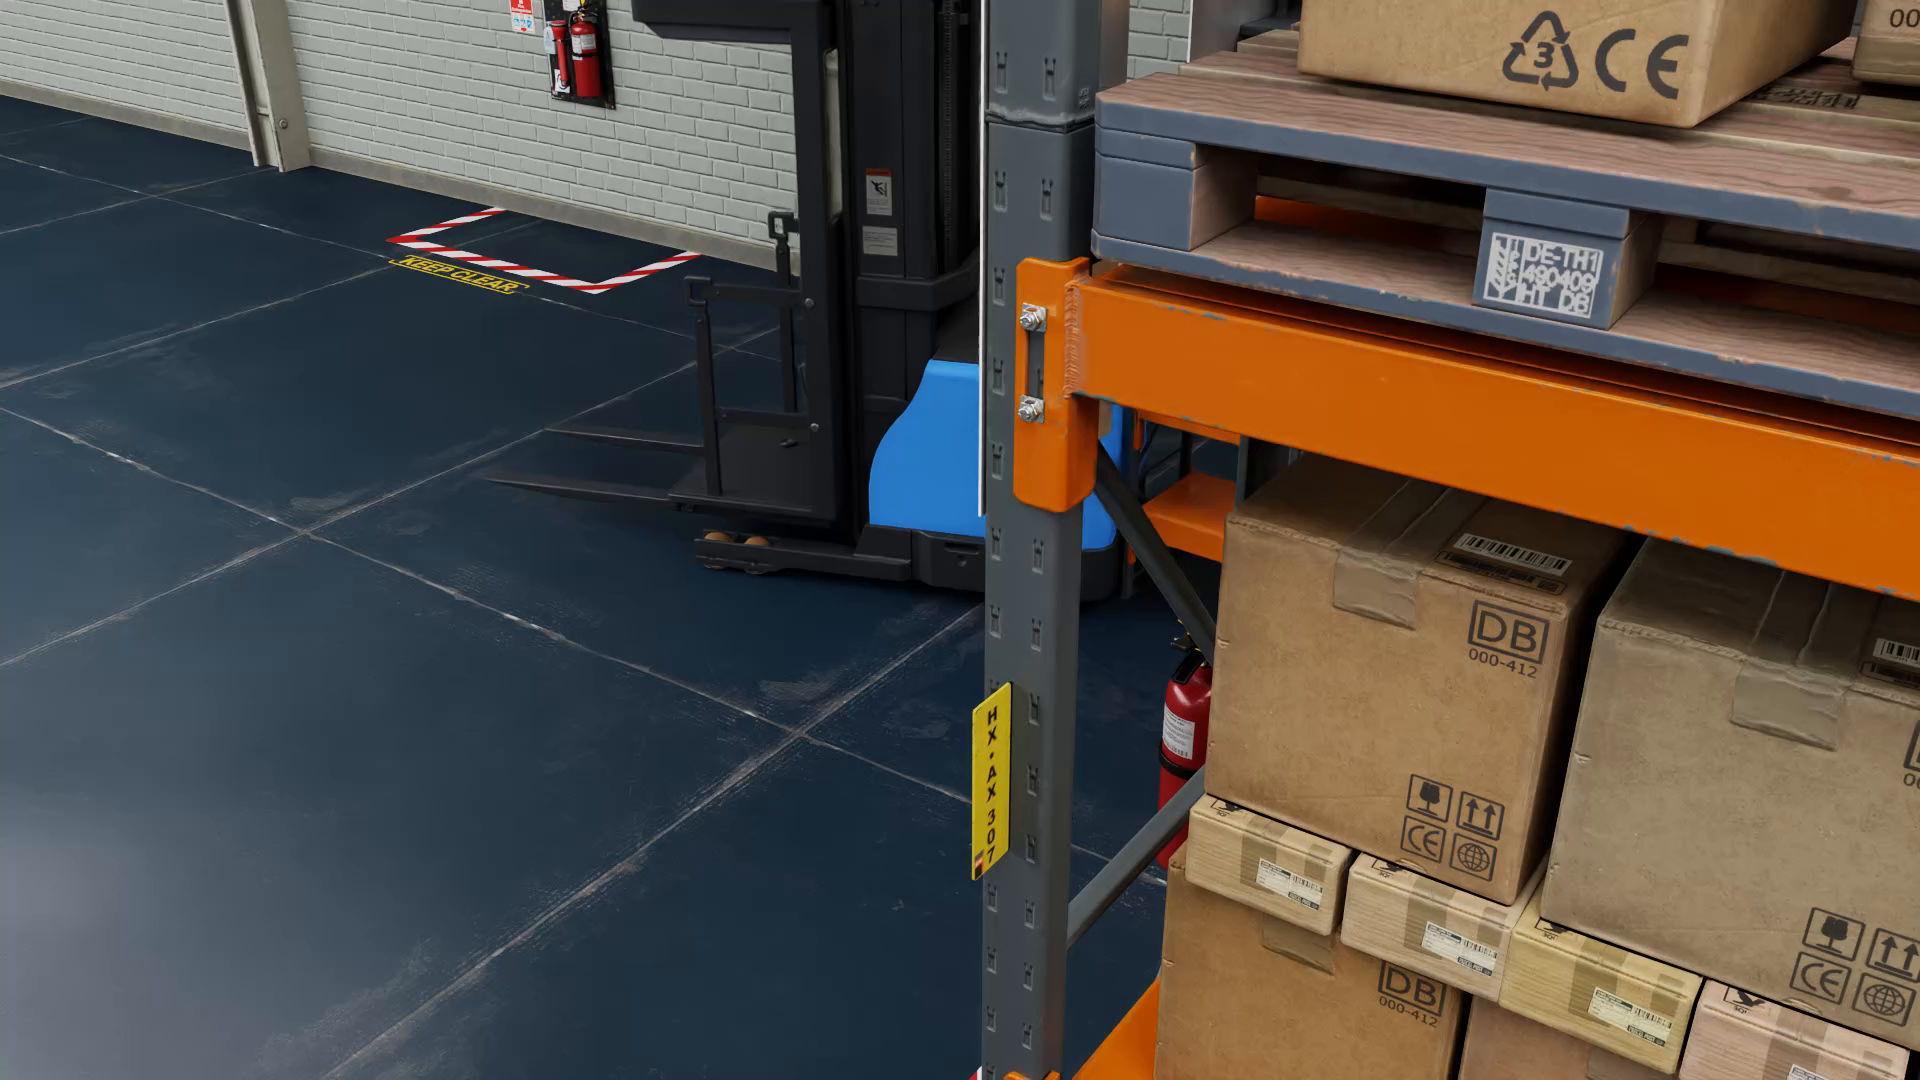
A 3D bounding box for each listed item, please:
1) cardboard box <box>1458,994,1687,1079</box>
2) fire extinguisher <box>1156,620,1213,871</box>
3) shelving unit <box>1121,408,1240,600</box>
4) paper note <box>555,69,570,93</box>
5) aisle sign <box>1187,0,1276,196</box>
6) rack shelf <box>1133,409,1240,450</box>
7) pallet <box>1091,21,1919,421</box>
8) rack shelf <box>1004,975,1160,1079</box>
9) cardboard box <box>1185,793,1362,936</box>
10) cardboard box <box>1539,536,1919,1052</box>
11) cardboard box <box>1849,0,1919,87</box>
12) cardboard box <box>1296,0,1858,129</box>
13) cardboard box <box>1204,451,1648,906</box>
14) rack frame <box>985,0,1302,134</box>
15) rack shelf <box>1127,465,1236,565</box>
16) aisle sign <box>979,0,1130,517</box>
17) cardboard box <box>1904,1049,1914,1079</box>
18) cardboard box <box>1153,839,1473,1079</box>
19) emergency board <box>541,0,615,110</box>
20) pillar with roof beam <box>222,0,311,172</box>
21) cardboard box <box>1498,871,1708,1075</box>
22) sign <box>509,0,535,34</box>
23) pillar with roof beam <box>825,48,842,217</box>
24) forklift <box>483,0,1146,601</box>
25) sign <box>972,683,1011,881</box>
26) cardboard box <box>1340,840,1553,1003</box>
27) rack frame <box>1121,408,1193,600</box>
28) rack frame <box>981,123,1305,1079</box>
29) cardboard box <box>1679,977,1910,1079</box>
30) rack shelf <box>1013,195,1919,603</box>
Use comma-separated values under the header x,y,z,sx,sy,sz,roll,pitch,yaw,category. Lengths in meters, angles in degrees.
x,y,z,sx,sy,sz,roll,pitch,yaw,category
1.182,0.815,2.732,0.500,0.500,0.700,18,32,32,cardboard box
0.534,0.432,3.679,0.183,0.674,0.296,17,32,30,fire extinguisher
1.273,-0.200,6.903,1.048,1.125,0.538,18,32,32,shelving unit
-2.831,-3.263,11.827,0.142,0.148,0.016,17,32,30,paper note
0.481,-0.684,2.920,0.004,0.787,0.394,17,32,30,aisle sign
1.273,-0.461,6.770,1.000,0.278,0.538,18,32,32,rack shelf
0.937,-0.505,2.225,1.213,0.211,1.003,17,32,30,pallet
2.017,1.436,2.415,4.000,0.370,1.077,17,32,30,rack shelf
0.570,0.449,2.735,0.250,0.149,0.380,17,32,30,cardboard box
1.227,0.250,2.411,0.500,0.500,0.700,16,31,29,cardboard box
1.467,-0.721,2.100,0.500,0.250,0.500,17,32,30,cardboard box
0.840,-0.882,2.137,0.637,0.503,0.797,20,33,34,cardboard box
0.790,0.117,2.672,0.500,0.500,0.700,17,32,30,cardboard box
0.369,-2.072,1.900,0.127,3.000,1.000,17,32,30,rack frame
1.273,0.018,7.014,1.000,0.278,0.538,18,32,32,rack shelf
0.141,-0.459,2.479,0.004,0.787,0.394,17,32,30,aisle sign
1.588,0.944,2.477,0.500,0.500,0.700,18,32,31,cardboard box
0.746,0.682,2.993,0.500,0.500,0.700,17,32,30,cardboard box
-2.724,-3.585,11.487,0.643,1.169,0.194,17,32,30,emergency board
-8.092,-5.541,8.716,0.400,9.000,9.100,17,32,30,pillar with roof beam
0.994,0.580,2.477,0.250,0.149,0.380,17,32,31,cardboard box
-3.121,-3.781,11.833,0.234,0.329,0.001,17,32,30,sign
-3.146,-4.000,5.688,0.400,9.000,9.100,17,32,30,pillar with roof beam
-0.702,-1.374,7.218,3.031,2.935,1.130,7,28,13,forklift
0.050,0.386,2.642,0.005,0.325,0.100,17,32,30,sign
0.789,0.516,2.604,0.250,0.149,0.380,16,31,29,cardboard box
0.864,-0.337,7.172,0.032,1.125,0.500,18,32,32,rack frame
0.369,0.601,3.261,0.127,3.000,1.000,17,32,30,rack frame
1.201,0.646,2.348,0.250,0.149,0.380,17,31,30,cardboard box
2.017,0.099,1.735,4.000,0.370,1.077,17,32,30,rack shelf
